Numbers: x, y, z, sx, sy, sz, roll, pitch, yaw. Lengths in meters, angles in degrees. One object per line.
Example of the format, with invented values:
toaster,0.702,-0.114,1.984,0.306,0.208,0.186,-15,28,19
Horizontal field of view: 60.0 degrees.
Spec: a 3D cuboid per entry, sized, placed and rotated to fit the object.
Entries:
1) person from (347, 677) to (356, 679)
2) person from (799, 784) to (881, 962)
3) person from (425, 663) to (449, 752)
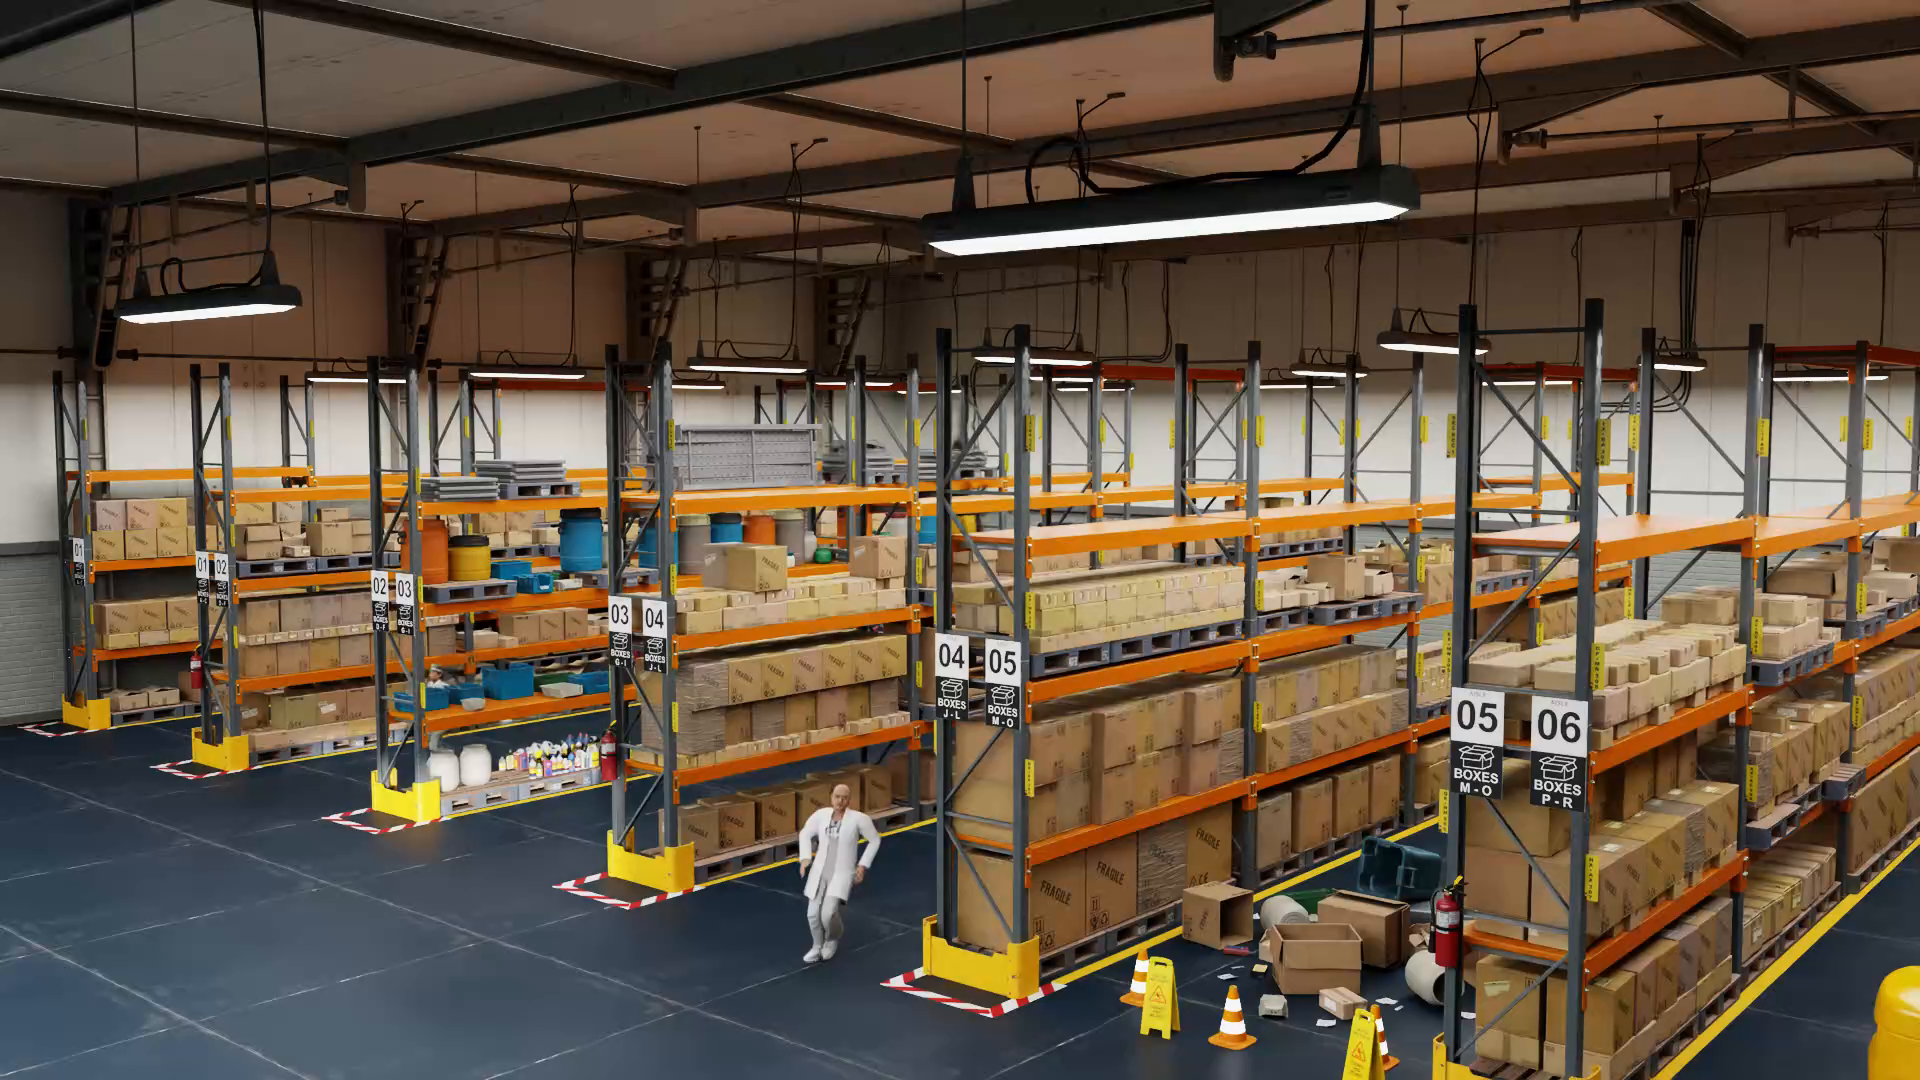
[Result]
person,-10.356,2.287,28.455,0.531,1.607,0.838,3,5,36
person,-1.186,3.171,15.748,0.775,1.722,0.582,1,4,18
person,-7.603,2.595,24.151,0.599,1.652,0.539,3,5,33
